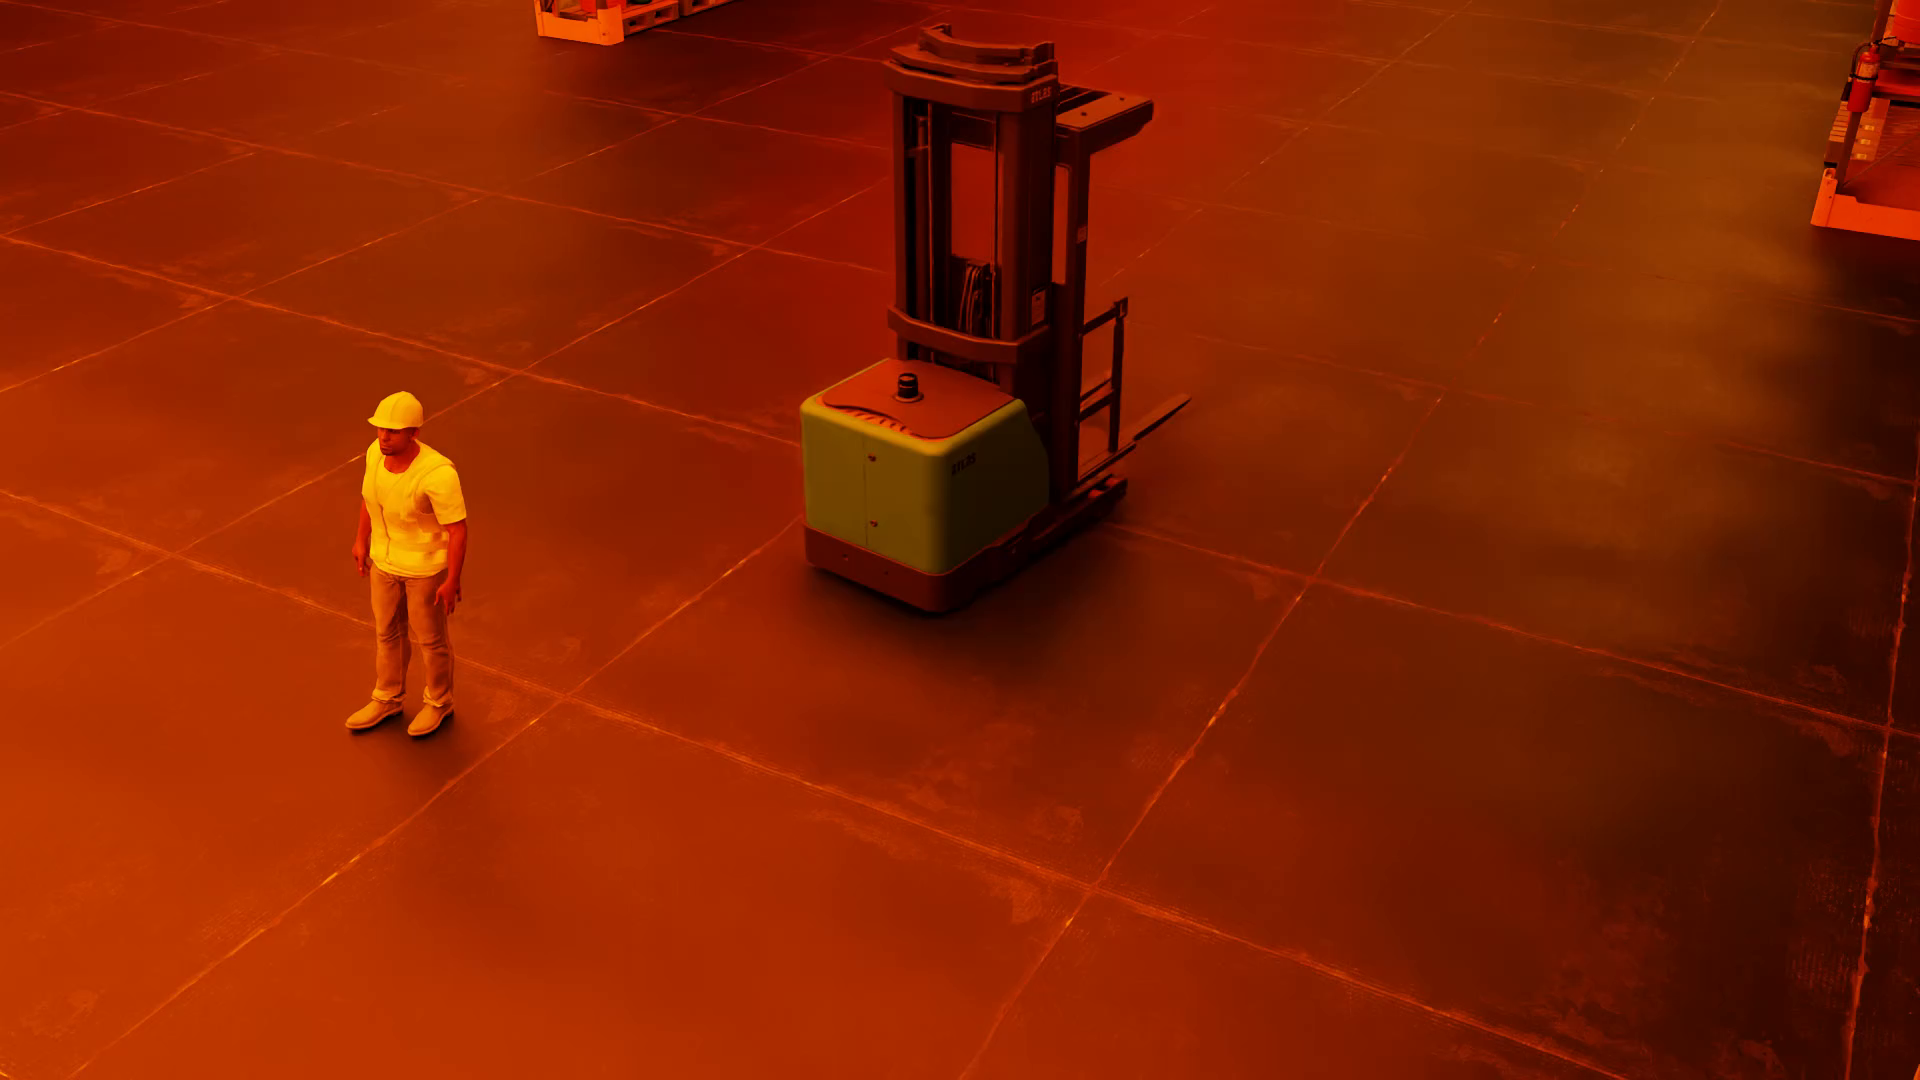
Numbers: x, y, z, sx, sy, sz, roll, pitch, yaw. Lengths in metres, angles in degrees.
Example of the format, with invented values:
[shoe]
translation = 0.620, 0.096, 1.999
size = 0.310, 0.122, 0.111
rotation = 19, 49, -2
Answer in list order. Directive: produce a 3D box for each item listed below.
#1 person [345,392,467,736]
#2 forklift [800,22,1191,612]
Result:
[person]
translation = -2.686, 0.140, 7.979
size = 0.666, 1.766, 0.577
rotation = 16, 34, 25
[forklift]
translation = 0.387, -1.547, 9.751
size = 1.130, 2.935, 3.031
rotation = 21, 36, 31
